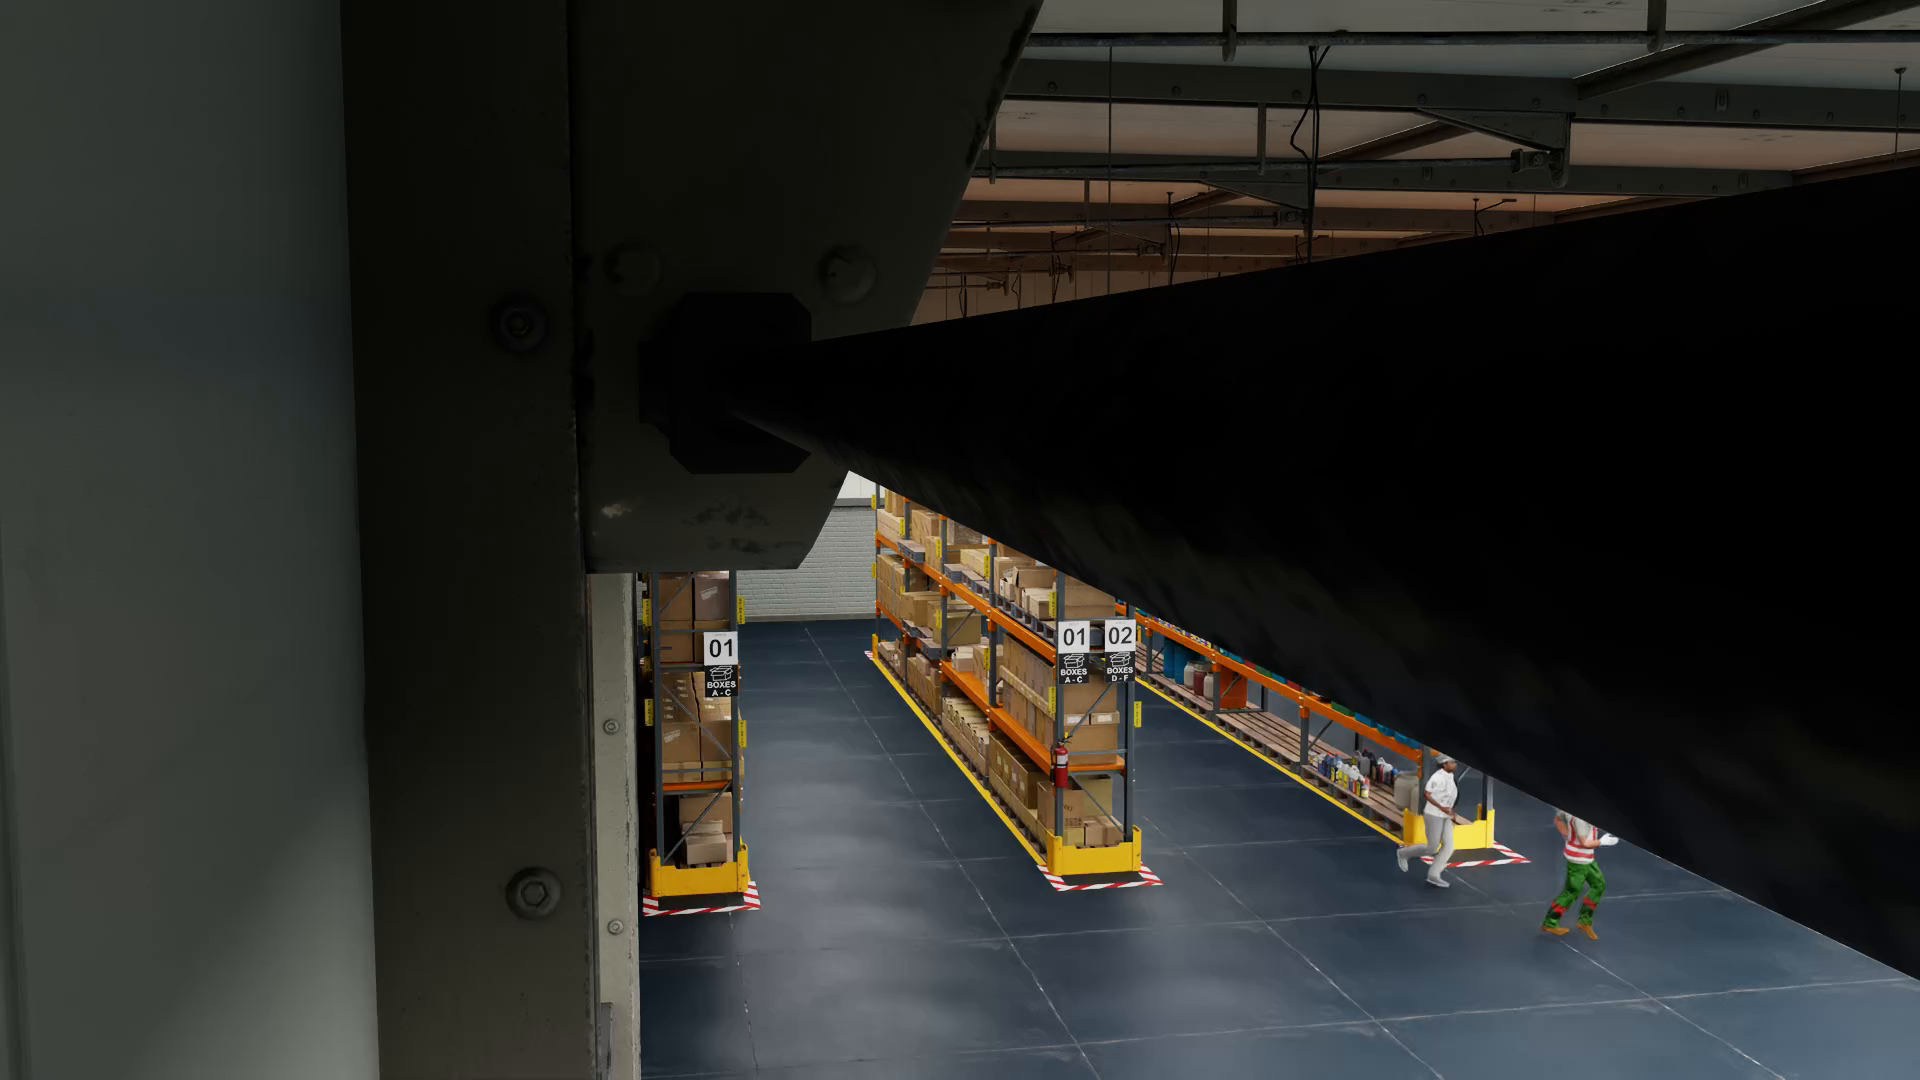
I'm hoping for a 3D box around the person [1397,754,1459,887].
[{"bbox_3d":[5.890,3.415,20.697,0.718,1.622,0.626,6,8,43],"label":"person"}]

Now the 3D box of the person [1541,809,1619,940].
[{"bbox_3d":[6.858,3.563,18.393,0.764,1.836,0.630,2,6,17],"label":"person"}]
